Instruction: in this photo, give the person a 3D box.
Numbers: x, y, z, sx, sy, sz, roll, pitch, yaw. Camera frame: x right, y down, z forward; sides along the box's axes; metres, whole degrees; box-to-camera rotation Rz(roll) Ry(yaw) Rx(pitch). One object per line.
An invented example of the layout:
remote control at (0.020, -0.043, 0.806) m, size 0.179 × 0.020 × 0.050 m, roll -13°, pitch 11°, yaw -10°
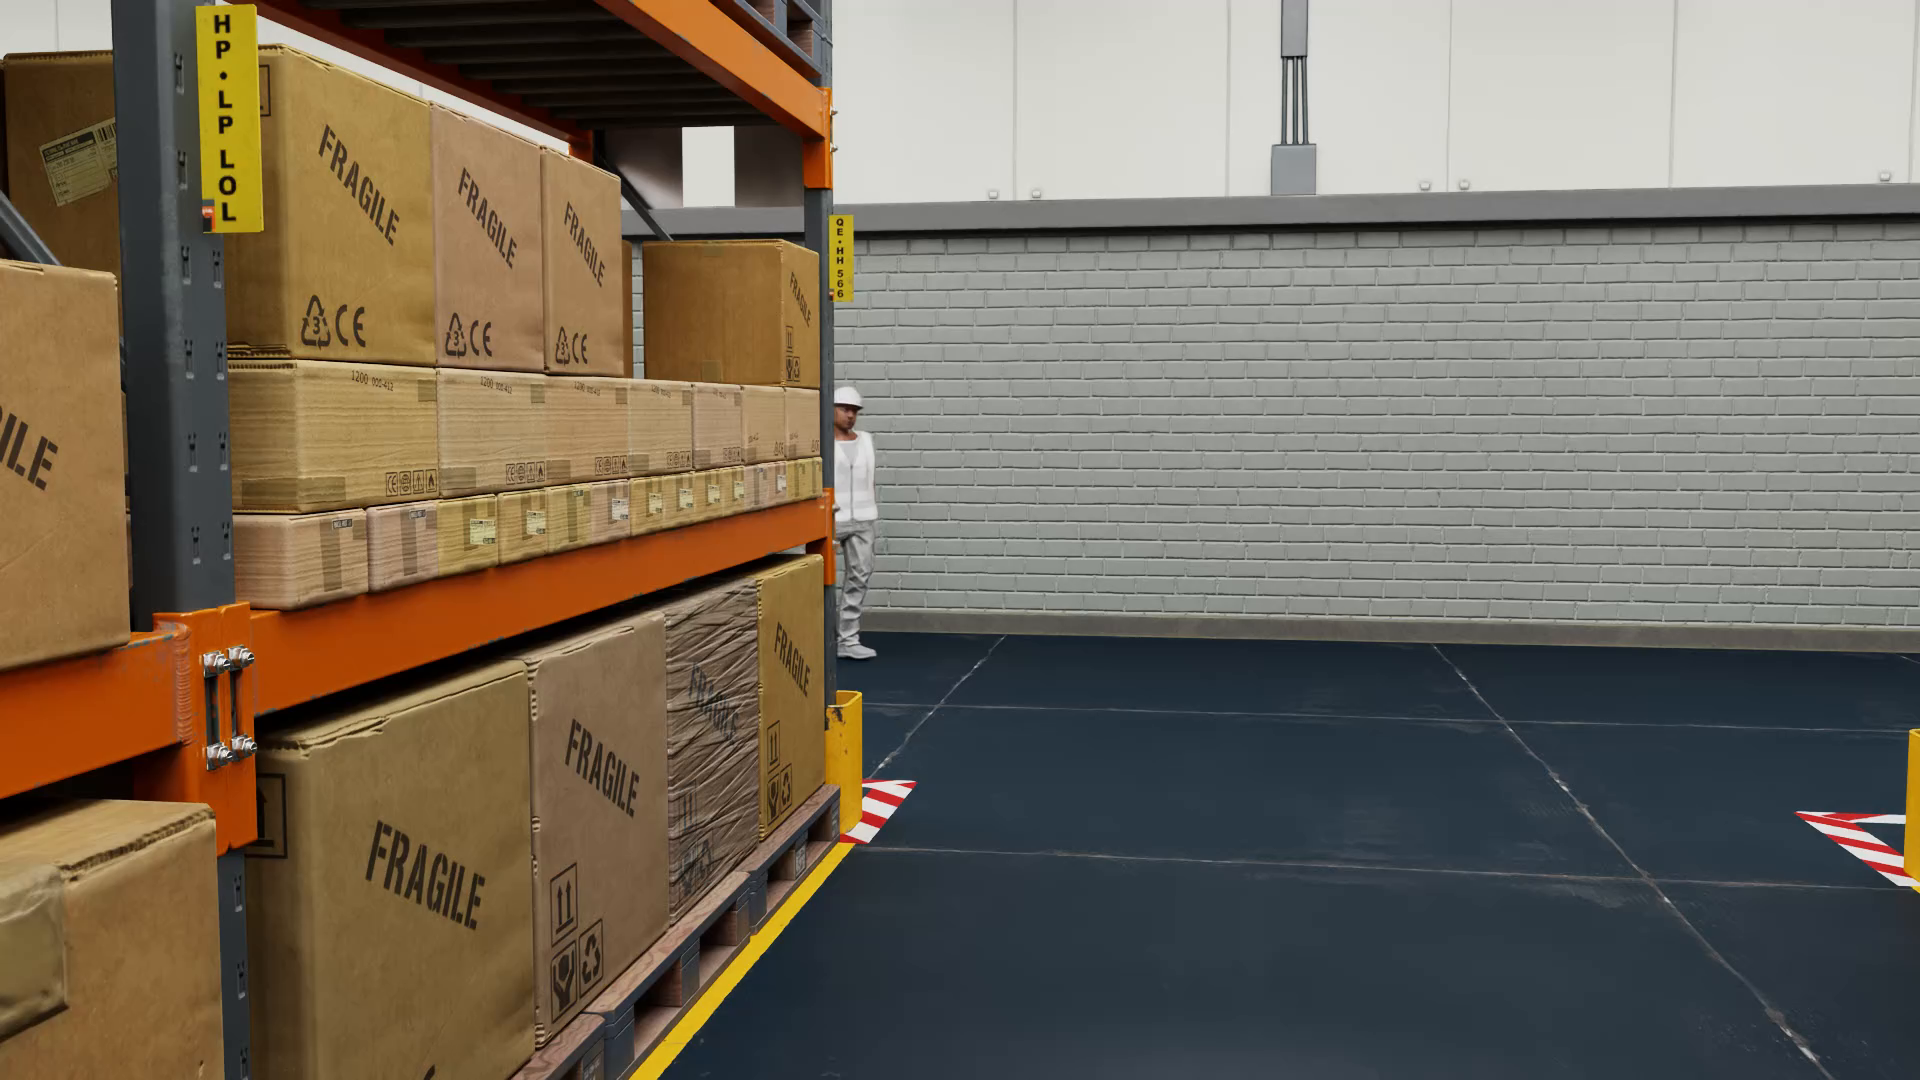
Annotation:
person at (-0.879, -0.110, 10.825) m, size 0.745 × 1.774 × 0.515 m, roll -2°, pitch 5°, yaw -25°
